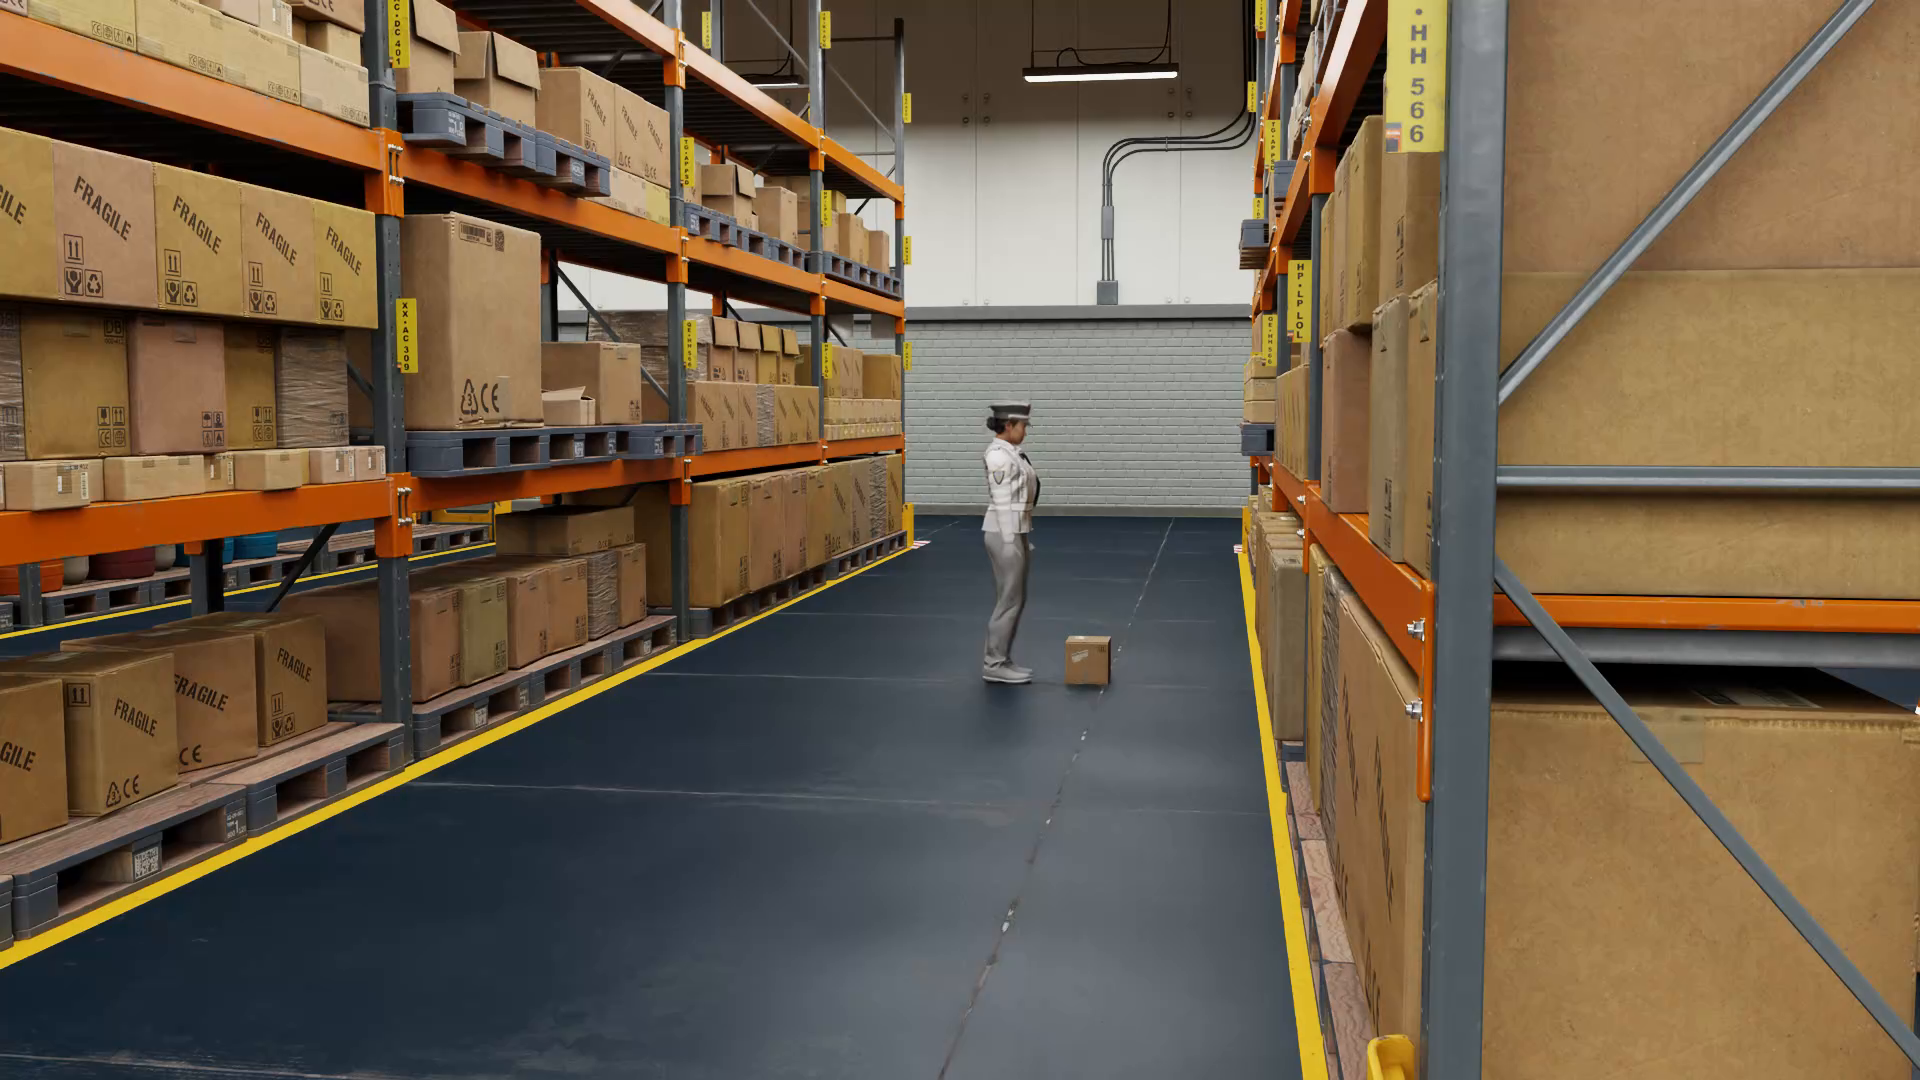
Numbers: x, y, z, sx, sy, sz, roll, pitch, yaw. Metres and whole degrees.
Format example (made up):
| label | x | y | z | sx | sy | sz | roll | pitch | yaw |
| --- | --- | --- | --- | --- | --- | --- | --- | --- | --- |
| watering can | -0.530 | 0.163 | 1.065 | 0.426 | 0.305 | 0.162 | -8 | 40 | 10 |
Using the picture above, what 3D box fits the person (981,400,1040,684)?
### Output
| label | x | y | z | sx | sy | sz | roll | pitch | yaw |
| --- | --- | --- | --- | --- | --- | --- | --- | --- | --- |
| person | 0.298 | 0.007 | 9.876 | 0.328 | 1.666 | 0.470 | 1 | 5 | 10 |
